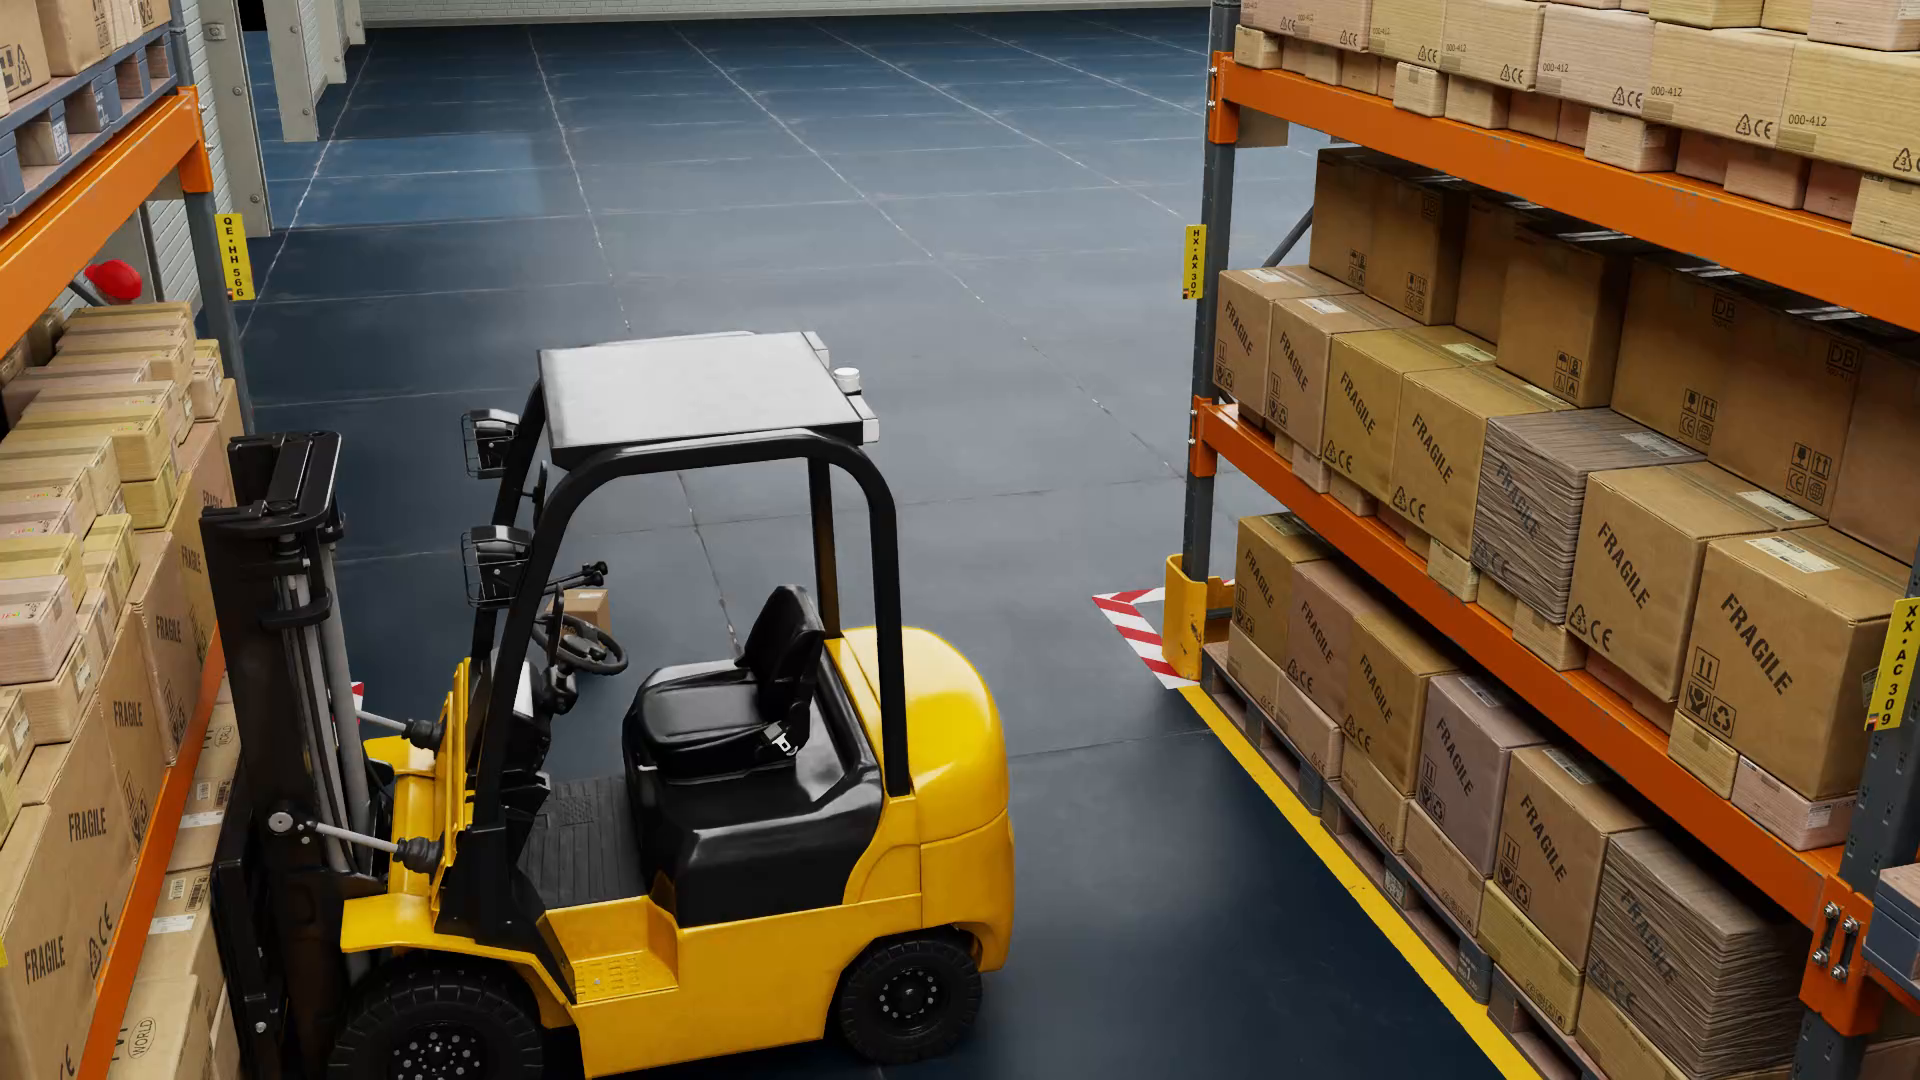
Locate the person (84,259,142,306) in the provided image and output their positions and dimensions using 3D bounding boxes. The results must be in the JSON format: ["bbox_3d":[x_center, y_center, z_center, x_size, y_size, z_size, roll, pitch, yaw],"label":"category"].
[{"bbox_3d":[-4.390,-0.608,8.591,0.713,1.724,0.680,5,23,11],"label":"person"}]
